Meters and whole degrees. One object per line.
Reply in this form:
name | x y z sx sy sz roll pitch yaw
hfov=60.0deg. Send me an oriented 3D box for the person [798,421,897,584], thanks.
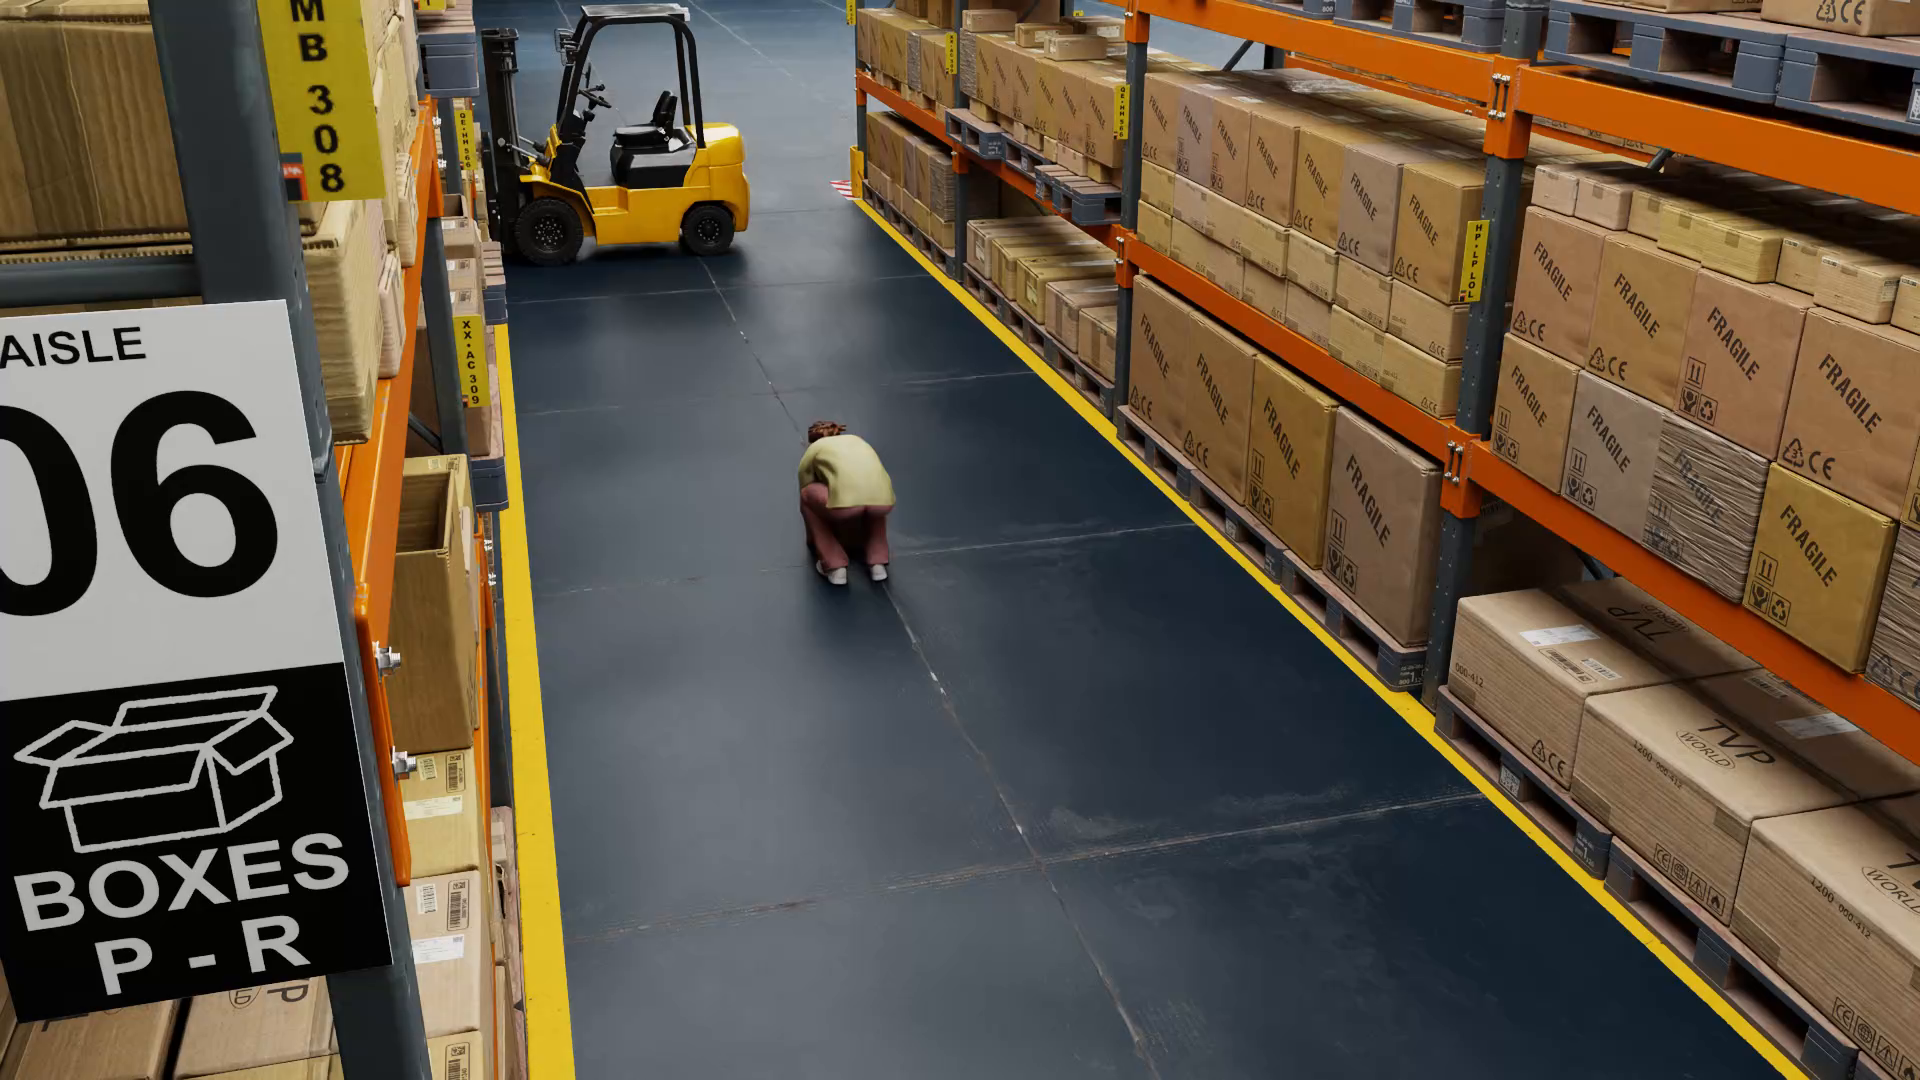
person | -0.612 -0.214 8.815 0.457 0.756 0.864 -7 24 -16
